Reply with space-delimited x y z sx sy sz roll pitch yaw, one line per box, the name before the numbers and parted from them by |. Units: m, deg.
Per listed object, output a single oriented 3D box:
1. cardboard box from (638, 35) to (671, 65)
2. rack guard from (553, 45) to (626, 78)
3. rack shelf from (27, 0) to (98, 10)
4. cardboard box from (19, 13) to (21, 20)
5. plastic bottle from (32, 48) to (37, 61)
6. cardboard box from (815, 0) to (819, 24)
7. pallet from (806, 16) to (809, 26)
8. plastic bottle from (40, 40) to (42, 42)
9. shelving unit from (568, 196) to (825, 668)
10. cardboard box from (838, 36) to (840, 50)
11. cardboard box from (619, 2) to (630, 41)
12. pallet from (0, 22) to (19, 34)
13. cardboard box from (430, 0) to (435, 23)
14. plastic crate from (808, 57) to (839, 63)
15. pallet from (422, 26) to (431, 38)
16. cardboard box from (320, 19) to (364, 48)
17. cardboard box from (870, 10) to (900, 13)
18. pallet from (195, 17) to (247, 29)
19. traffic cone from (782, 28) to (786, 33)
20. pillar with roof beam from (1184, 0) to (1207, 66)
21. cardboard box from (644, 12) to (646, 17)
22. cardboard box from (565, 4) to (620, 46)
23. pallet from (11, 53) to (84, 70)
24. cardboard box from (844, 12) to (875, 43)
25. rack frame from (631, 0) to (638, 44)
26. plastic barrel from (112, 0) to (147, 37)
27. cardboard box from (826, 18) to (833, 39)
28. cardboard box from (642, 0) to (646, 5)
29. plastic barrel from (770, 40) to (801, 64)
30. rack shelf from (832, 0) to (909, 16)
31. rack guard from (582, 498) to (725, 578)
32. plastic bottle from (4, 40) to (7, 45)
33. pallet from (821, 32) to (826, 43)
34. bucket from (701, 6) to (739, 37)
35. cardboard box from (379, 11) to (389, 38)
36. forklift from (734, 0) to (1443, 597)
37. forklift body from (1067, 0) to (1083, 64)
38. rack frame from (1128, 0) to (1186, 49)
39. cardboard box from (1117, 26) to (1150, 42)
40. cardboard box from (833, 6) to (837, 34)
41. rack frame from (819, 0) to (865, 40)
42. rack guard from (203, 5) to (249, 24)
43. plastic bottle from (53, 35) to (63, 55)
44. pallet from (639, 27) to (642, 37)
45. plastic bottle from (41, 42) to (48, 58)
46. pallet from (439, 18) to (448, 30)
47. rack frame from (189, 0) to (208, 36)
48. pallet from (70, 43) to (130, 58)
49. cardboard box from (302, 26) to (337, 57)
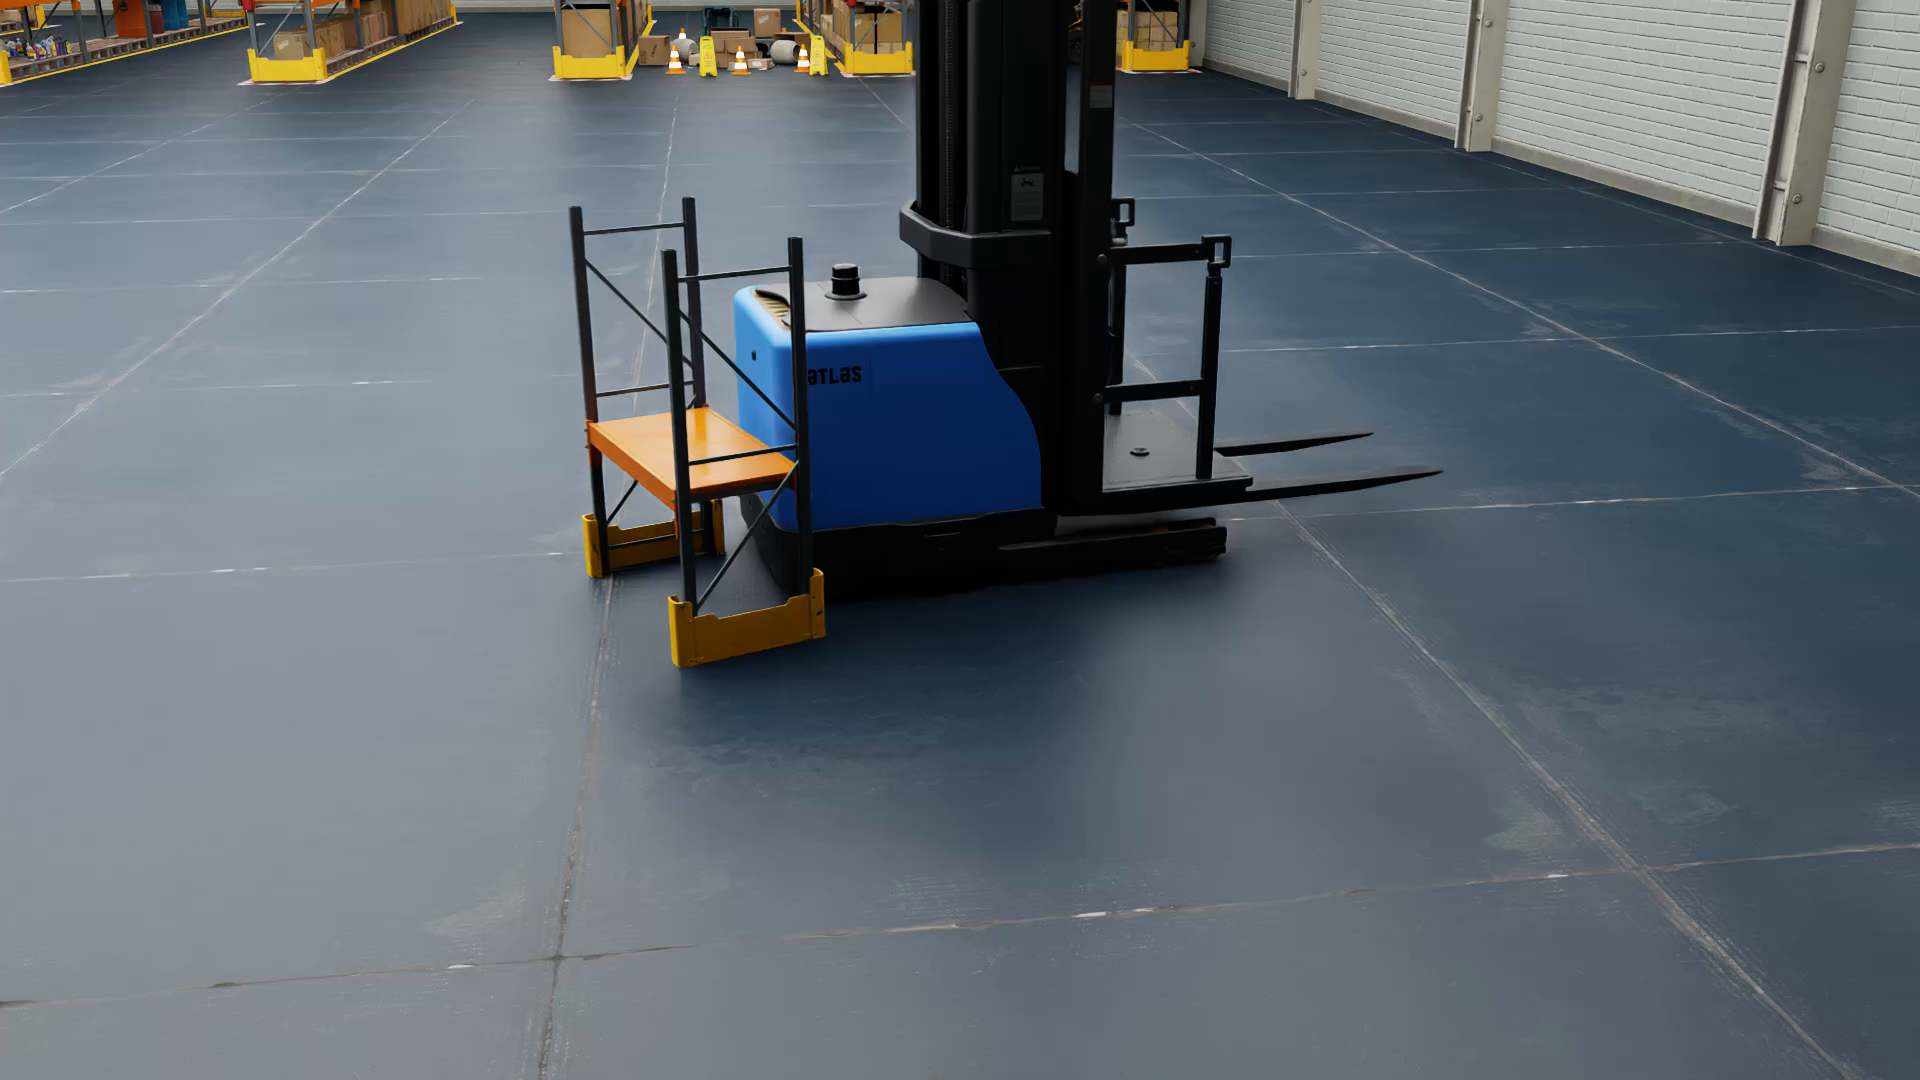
cardboard box | -5.638 -9.045 30.717 0.500 0.500 0.500 1 20 2
rack guard | -6.298 -8.137 28.287 1.175 0.500 0.348 -3 21 -8
rack shelf | -16.990 -10.591 32.315 1.077 0.370 4.000 -3 21 -8
cardboard box | -23.042 -12.701 40.354 0.380 0.166 0.250 -3 21 -8
plastic bottle | -16.093 -8.426 28.859 0.097 0.201 0.097 0 20 0
cardboard box | -2.979 -12.746 39.493 0.875 0.875 0.875 -2 21 -6
pallet | -3.359 -13.140 42.095 1.003 0.211 1.213 -3 21 -8
plastic bottle | -16.347 -8.769 29.660 0.061 0.283 0.133 -3 21 -8
shelving unit | -1.021 -0.454 6.289 0.587 1.500 1.083 -11 23 -28
cardboard box | -2.009 -9.309 31.182 0.500 0.250 0.500 -3 21 -8
cardboard box | -7.192 -10.388 33.358 1.050 0.750 0.750 -3 21 -8
pallet | -23.034 -12.112 39.344 1.003 0.211 1.213 -3 21 -8
cardboard box | -12.970 -12.690 39.341 0.875 0.875 0.875 -3 21 -8
plastic crate | -2.579 -9.033 31.287 0.402 0.080 0.583 -11 23 -26
pallet | -12.768 -11.686 38.203 1.003 0.211 1.213 -3 21 -8
cardboard box | -11.868 -9.735 31.937 0.700 0.500 0.500 -5 21 -12
cardboard box | -1.344 -9.343 30.202 0.500 0.500 0.500 -4 21 -10
pallet | -18.351 -12.797 41.177 1.003 0.211 1.213 -3 21 -8
traffic cone | -3.558 -10.156 33.747 0.336 0.463 0.334 -3 21 -8
pillar with roof beam | 0.025 -12.732 28.444 9.100 9.000 0.400 -3 21 -8
cardboard box | -8.088 -13.196 41.733 0.380 0.149 0.250 -4 21 -10
cardboard box | -6.723 -9.369 30.451 0.875 0.875 0.875 -3 21 -7
pallet | -16.646 -8.695 30.195 1.003 0.211 1.213 -3 21 -8
cardboard box | -1.791 -9.125 29.618 0.500 0.500 0.500 -3 21 -7
rack frame | -7.454 -12.086 35.288 1.000 3.000 0.127 -3 21 -8
plastic barrel | -17.366 -10.970 34.801 0.600 0.830 0.708 -3 21 -8
cardboard box | -2.281 -10.622 34.525 0.950 0.372 0.625 -2 21 -6
cardboard box | -8.070 -13.469 41.615 0.380 0.149 0.250 -2 21 -6
plastic barrel | -3.213 -9.033 30.795 0.512 0.421 0.421 12 24 30
rack shelf | -1.706 -9.956 30.614 1.077 0.370 4.000 -3 21 -8
rack guard | -1.267 -0.020 6.913 0.587 0.250 0.087 -11 23 -28
plastic bottle | -16.986 -8.745 29.596 0.061 0.283 0.133 -2 21 -5
pallet | -2.459 -10.794 35.814 1.003 0.211 1.213 -3 21 -8
bucket | -4.577 -9.949 32.072 0.726 0.611 0.620 4 11 11
cardboard box | -12.261 -10.675 34.454 0.700 0.500 0.500 -4 21 -11
forklift | 0.610 -1.431 6.858 3.031 2.935 1.130 -6 21 -16
forklift body | 1.415 -10.019 30.968 2.313 2.155 1.214 -3 21 -8
rack frame | 3.494 -9.852 29.308 1.000 3.000 0.127 -3 21 -8
cardboard box | 3.114 -9.148 30.037 0.500 0.250 0.500 -3 21 -8
cardboard box | -2.176 -10.028 32.035 0.500 0.500 0.500 -2 21 -5
rack frame | -2.571 -12.371 36.050 1.000 3.000 0.127 -3 21 -8
rack guard | -18.448 -13.227 41.917 1.175 0.500 0.348 -3 21 -8
plastic bottle | -16.296 -8.926 29.986 0.144 0.351 0.185 -4 21 -10
pallet | -7.738 -11.472 37.629 1.003 0.211 1.213 -3 21 -8
plastic bottle | -16.171 -8.646 29.349 0.097 0.271 0.097 0 20 0
pallet | -13.165 -12.640 40.757 1.003 0.211 1.213 -3 21 -8
rack frame | -17.855 -13.006 37.751 1.000 3.000 0.127 -3 21 -8
pallet | -17.033 -9.623 32.679 1.003 0.211 1.213 -3 21 -8
cardboard box | -11.525 -8.962 29.897 0.500 0.500 0.500 -5 21 -13
